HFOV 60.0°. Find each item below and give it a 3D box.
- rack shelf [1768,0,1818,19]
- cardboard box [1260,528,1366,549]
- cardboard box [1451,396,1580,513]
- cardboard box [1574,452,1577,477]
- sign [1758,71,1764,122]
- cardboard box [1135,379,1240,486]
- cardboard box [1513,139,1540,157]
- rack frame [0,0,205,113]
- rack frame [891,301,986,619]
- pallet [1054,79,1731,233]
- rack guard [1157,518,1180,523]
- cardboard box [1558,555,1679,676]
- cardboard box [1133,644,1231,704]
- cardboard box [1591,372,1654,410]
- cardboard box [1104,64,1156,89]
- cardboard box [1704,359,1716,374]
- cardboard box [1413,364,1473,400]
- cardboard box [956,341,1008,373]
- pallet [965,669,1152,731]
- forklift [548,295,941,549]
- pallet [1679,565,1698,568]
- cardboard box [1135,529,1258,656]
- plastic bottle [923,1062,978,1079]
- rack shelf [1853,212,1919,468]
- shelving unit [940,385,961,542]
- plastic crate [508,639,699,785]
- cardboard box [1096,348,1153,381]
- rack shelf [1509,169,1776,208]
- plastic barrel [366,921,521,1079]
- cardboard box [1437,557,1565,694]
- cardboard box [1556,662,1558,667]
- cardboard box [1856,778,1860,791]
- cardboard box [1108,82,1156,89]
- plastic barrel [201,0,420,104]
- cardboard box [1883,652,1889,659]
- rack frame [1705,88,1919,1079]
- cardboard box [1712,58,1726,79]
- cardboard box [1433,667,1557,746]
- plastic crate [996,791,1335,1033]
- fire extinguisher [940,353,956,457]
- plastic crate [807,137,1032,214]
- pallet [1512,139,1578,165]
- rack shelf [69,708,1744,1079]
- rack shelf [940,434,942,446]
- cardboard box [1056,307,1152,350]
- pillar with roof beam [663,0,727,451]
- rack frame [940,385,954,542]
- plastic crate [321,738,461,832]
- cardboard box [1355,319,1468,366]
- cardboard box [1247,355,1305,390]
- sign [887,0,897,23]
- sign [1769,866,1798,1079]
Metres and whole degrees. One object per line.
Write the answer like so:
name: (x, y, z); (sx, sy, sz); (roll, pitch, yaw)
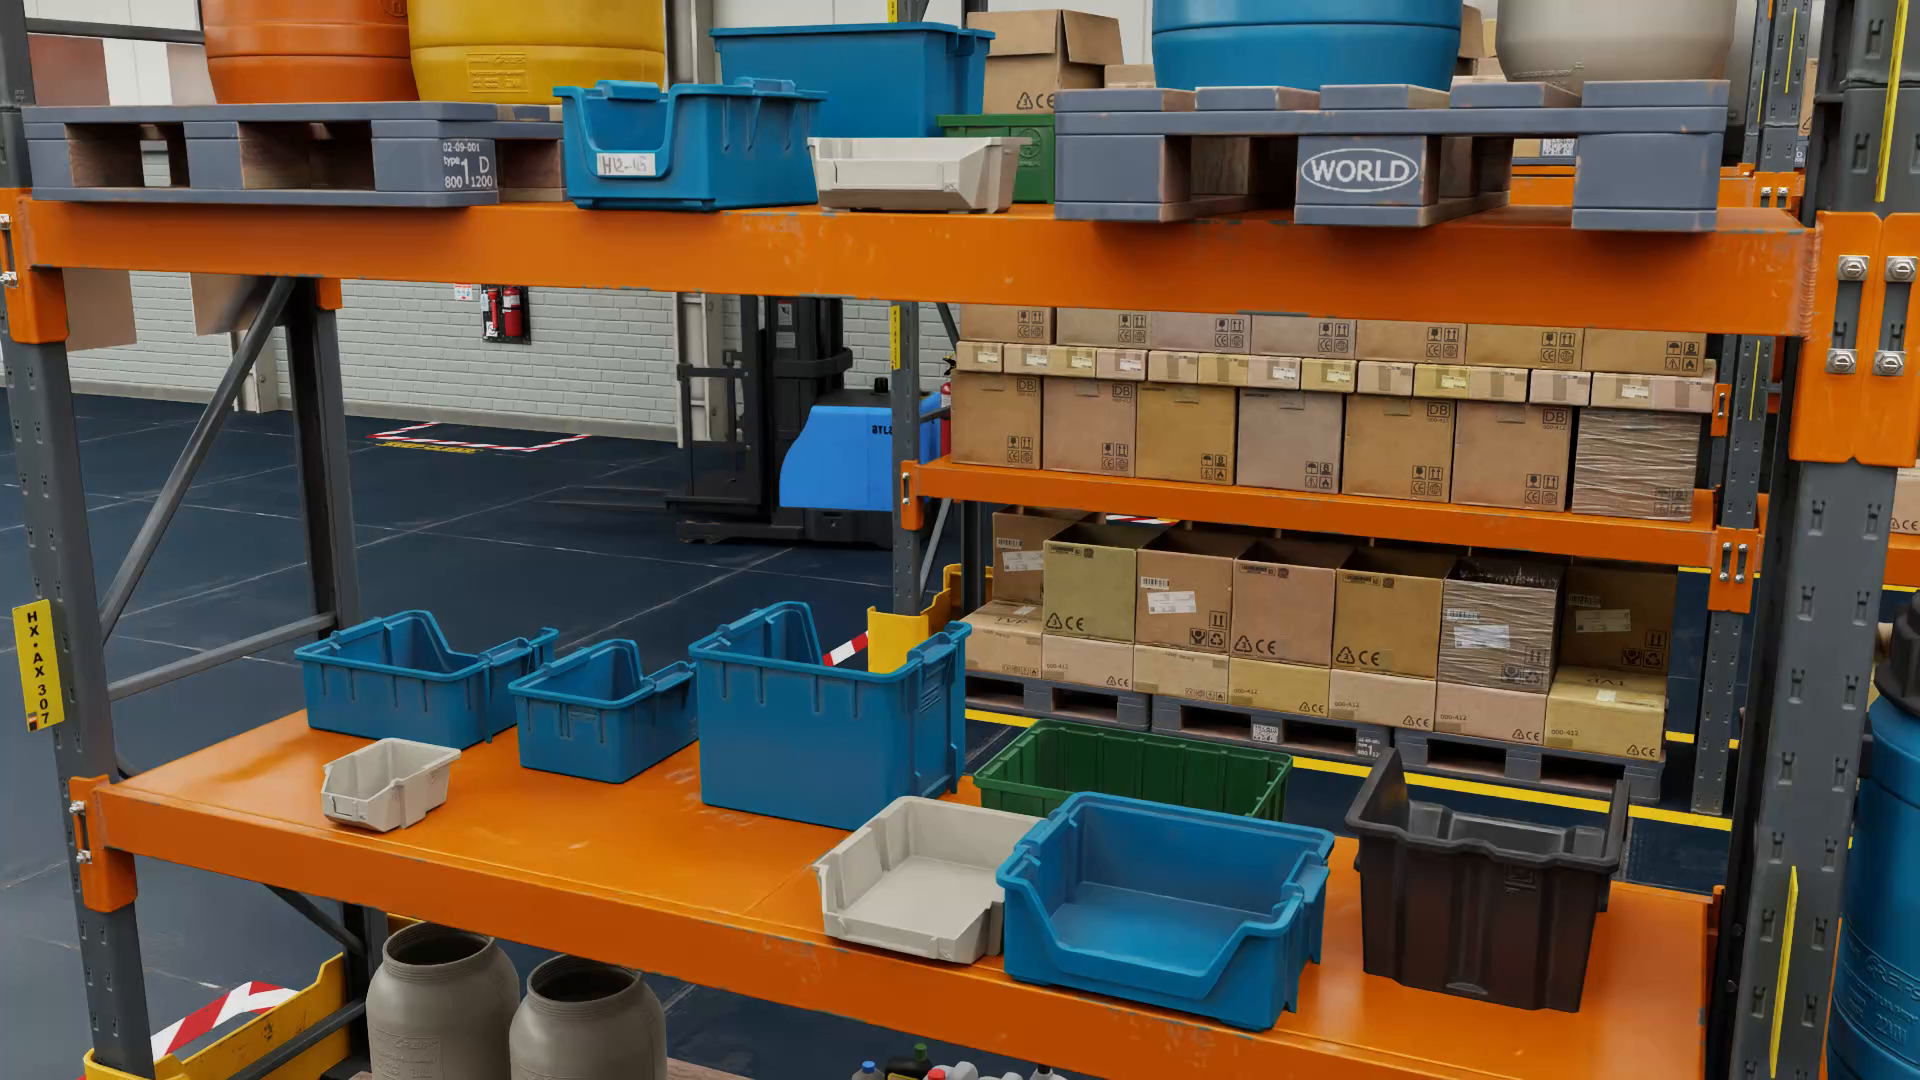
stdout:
rack shelf: (7.386, -3.551, 10.638); (4.000, 0.370, 1.077); (6, 14, 23)
cardboard box: (1.885, 0.198, 8.805); (0.500, 0.500, 0.500); (6, 14, 23)
cardboard box: (2.661, -0.461, 7.933); (0.500, 0.500, 0.700); (6, 14, 23)
cardboard box: (4.592, -0.445, 12.593); (0.500, 0.500, 0.500); (5, 14, 19)
sign: (5.344, -2.958, 11.096); (0.005, 0.325, 0.100); (6, 14, 23)
cardboard box: (1.252, -0.603, 8.540); (0.500, 0.500, 0.700); (6, 14, 24)
cardboard box: (4.016, -2.967, 12.002); (0.500, 0.500, 0.500); (5, 14, 21)
rack frame: (-2.113, -2.581, 4.058); (0.127, 3.000, 1.000); (6, 14, 23)
rack frame: (-0.103, -0.695, 9.151); (0.127, 3.000, 1.000); (6, 14, 23)
pallet: (0.845, -0.705, 3.042); (1.003, 0.211, 1.213); (6, 14, 23)
rack guard: (1.969, -0.506, 13.817); (0.348, 0.500, 1.175); (6, 14, 23)
cardboard box: (3.257, 0.336, 8.215); (0.500, 0.500, 0.500); (6, 14, 23)
cardboard box: (1.213, 0.627, 8.616); (0.500, 0.250, 0.500); (6, 14, 23)
cardboard box: (2.993, -0.693, 7.504); (0.250, 0.149, 0.380); (5, 14, 22)
cardboard box: (1.056, -2.303, 8.542); (0.500, 0.250, 0.500); (6, 14, 23)
cardboard box: (3.387, -0.755, 7.766); (0.250, 0.149, 0.380); (6, 14, 23)
cardboard box: (2.289, -0.764, 7.807); (0.250, 0.149, 0.380); (6, 14, 23)
cardboard box: (0.168, -0.978, 8.719); (0.250, 0.149, 0.380); (6, 14, 23)
pallet: (0.613, 0.724, 9.205); (1.213, 0.211, 1.003); (6, 14, 23)
forklift: (-1.688, -1.511, 12.779); (3.031, 2.935, 1.130); (3, 13, 12)
pallet: (4.929, -0.057, 12.536); (1.213, 0.211, 1.003); (6, 14, 23)
cardboard box: (1.217, 0.260, 8.540); (0.500, 0.500, 0.500); (6, 14, 23)
plastic bottle: (-0.037, 1.558, 4.546); (0.135, 0.276, 0.152); (6, 14, 24)
rack shelf: (3.373, -0.216, 2.117); (4.000, 0.370, 1.077); (6, 14, 23)
shelving unit: (-0.013, -0.585, 12.623); (0.189, 1.200, 0.258); (6, 14, 23)
plastic crate: (-0.943, 0.457, 4.568); (0.408, 0.251, 0.499); (6, 14, 23)
cardboard box: (0.868, -0.907, 8.416); (0.250, 0.149, 0.380); (6, 14, 22)
rack shelf: (1.725, -1.620, 8.101); (4.000, 0.370, 1.077); (6, 14, 23)
plastic barrel: (-1.480, 1.391, 4.788); (0.421, 0.512, 0.421); (0, 13, 0)
cardboard box: (2.589, 0.398, 7.950); (0.500, 0.500, 0.500); (6, 14, 23)
cardboard box: (2.798, 0.656, 8.494); (0.500, 0.250, 0.500); (6, 14, 23)
cardboard box: (3.822, 0.898, 7.460); (0.500, 0.250, 0.500); (5, 14, 22)
cardboard box: (0.901, -2.160, 8.152); (0.250, 0.149, 0.380); (6, 14, 23)
plastic barrel: (-1.617, -1.516, 4.225); (0.708, 0.830, 0.600); (6, 14, 23)
cardboard box: (4.287, 0.674, 7.189); (0.500, 0.311, 0.500); (6, 14, 23)
rack frame: (1.544, 0.709, 3.166); (0.127, 3.000, 1.000); (6, 14, 23)
cardboard box: (3.200, -2.208, 7.589); (0.500, 0.500, 0.500); (7, 15, 28)
cardboard box: (2.588, 0.764, 8.034); (0.500, 0.250, 0.500); (6, 14, 23)
plastic crate: (0.422, 0.736, 3.377); (0.616, 0.251, 0.499); (6, 14, 23)
fire extinguisher: (-0.023, -0.765, 9.620); (0.183, 0.674, 0.296); (6, 14, 23)
plastic crate: (-0.087, -0.687, 3.126); (0.396, 0.136, 0.243); (6, 14, 23)
pallet: (2.764, -1.816, 7.554); (1.213, 0.211, 1.003); (6, 14, 23)
rack shelf: (-0.284, 0.875, 4.037); (4.000, 0.370, 1.077); (6, 14, 23)
rack shelf: (-0.013, -0.776, 12.579); (0.180, 0.103, 0.258); (6, 14, 23)
cardboard box: (0.850, -1.277, 8.572); (0.500, 0.500, 0.700); (5, 14, 22)
pillar with roof beam: (-4.339, -4.423, 11.904); (0.400, 9.000, 9.100); (6, 14, 23)
rack frame: (-0.097, -0.594, 12.660); (0.006, 1.200, 0.240); (6, 14, 23)
plastic crate: (-1.425, 0.618, 4.134); (0.250, 0.136, 0.298); (6, 14, 23)
cardboard box: (2.226, -1.138, 7.979); (0.500, 0.500, 0.700); (6, 14, 23)
cardboard box: (1.573, -0.836, 8.112); (0.250, 0.149, 0.380); (6, 14, 24)
sign: (-0.333, -2.504, 8.207); (0.005, 0.325, 0.100); (6, 14, 23)
sign: (1.311, 0.688, 2.649); (0.005, 0.325, 0.100); (6, 14, 23)
